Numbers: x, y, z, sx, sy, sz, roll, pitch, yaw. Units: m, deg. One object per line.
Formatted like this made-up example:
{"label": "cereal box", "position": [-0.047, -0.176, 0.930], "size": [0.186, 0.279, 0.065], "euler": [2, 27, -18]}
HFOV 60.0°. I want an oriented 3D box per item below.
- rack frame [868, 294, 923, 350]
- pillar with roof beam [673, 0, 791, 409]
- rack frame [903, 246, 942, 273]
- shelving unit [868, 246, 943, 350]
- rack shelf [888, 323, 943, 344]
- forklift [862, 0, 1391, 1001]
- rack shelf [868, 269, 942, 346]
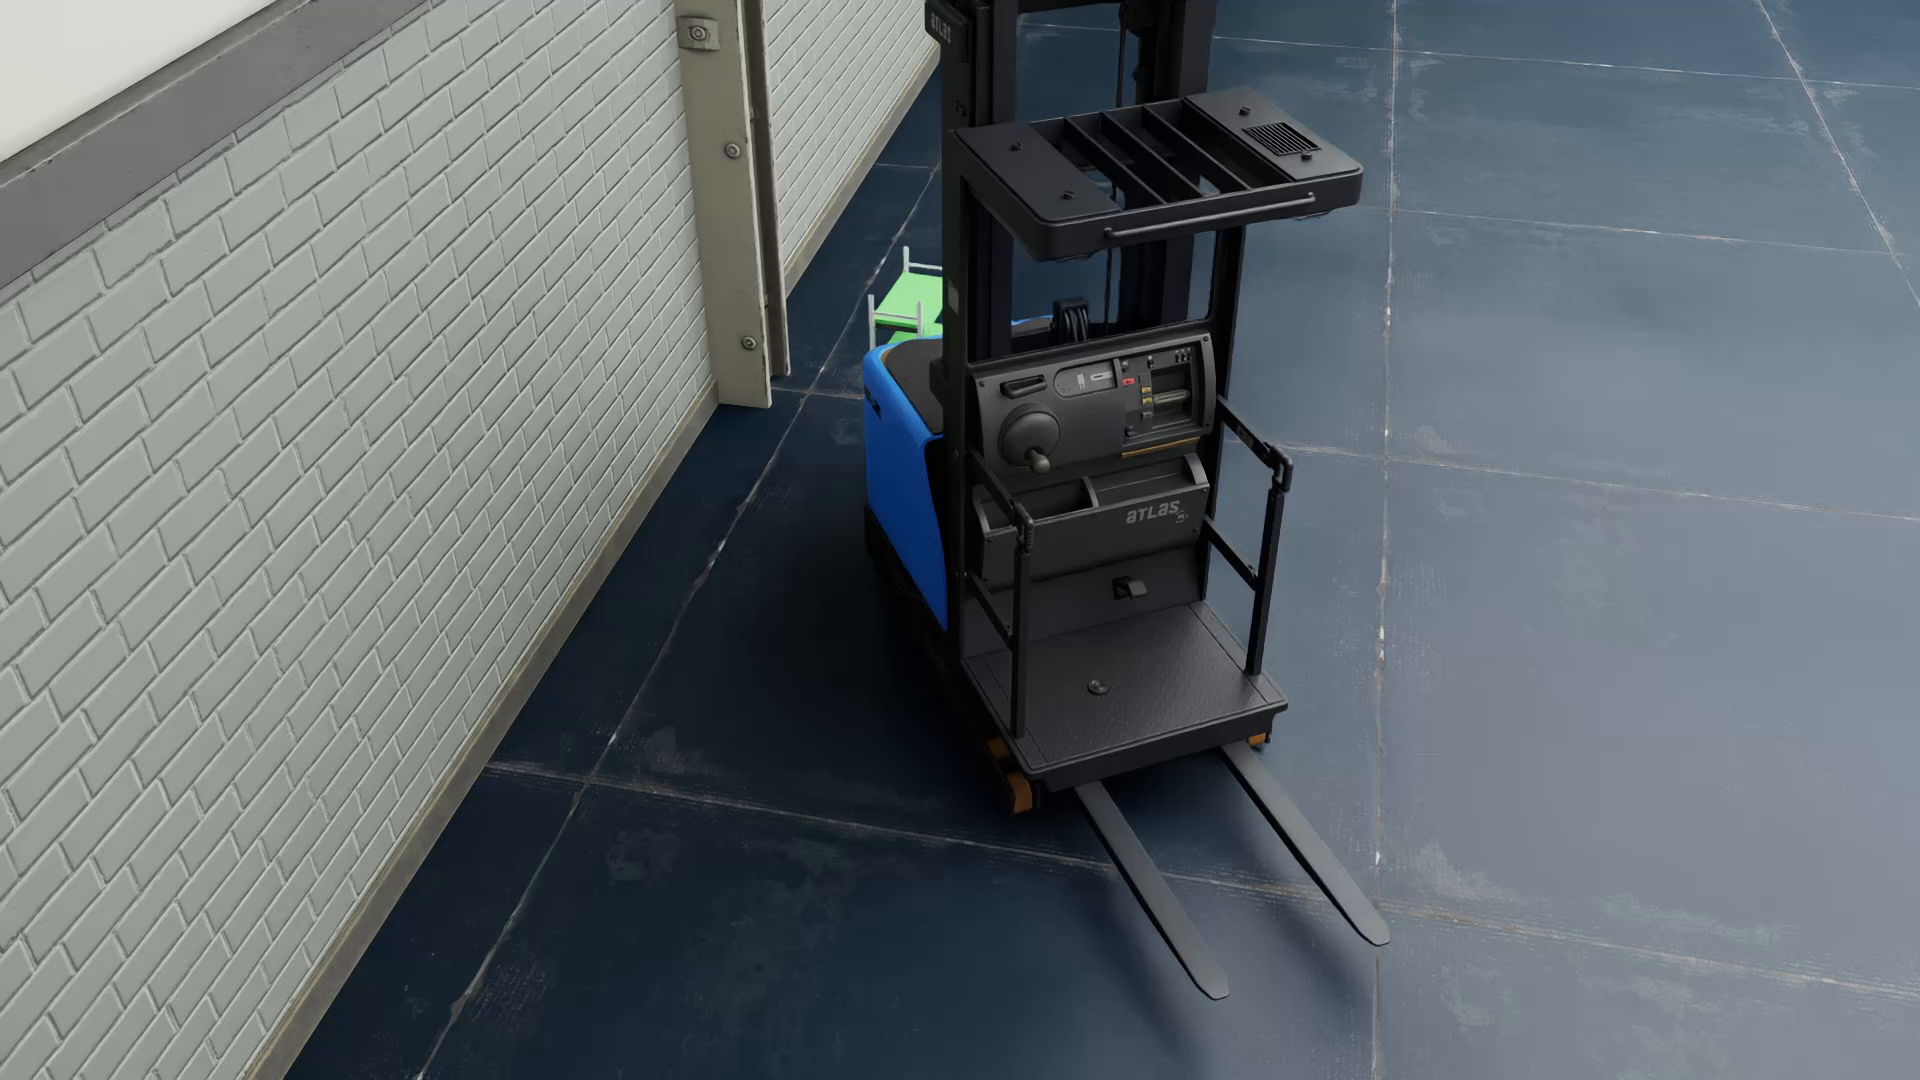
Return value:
{"label": "rack frame", "position": [-0.278, -0.549, 7.485], "size": [0.240, 1.200, 0.015], "euler": [10, 37, 13]}
{"label": "pillar with roof beam", "position": [3.096, -3.925, 5.497], "size": [9.100, 9.000, 0.400], "euler": [7, 37, 10]}
{"label": "rack frame", "position": [-0.140, -0.824, 7.864], "size": [0.240, 1.200, 0.015], "euler": [10, 37, 13]}
{"label": "shelving unit", "position": [-0.209, -0.687, 7.675], "size": [0.258, 1.200, 0.503], "euler": [10, 37, 13]}
{"label": "rack shelf", "position": [-0.209, -0.829, 7.571], "size": [0.258, 0.148, 0.480], "euler": [10, 37, 13]}
{"label": "forklift", "position": [0.576, -0.428, 5.844], "size": [1.130, 2.935, 3.031], "euler": [-13, 38, -17]}
{"label": "rack shelf", "position": [-0.209, -1.023, 7.431], "size": [0.258, 0.148, 0.480], "euler": [10, 37, 13]}
